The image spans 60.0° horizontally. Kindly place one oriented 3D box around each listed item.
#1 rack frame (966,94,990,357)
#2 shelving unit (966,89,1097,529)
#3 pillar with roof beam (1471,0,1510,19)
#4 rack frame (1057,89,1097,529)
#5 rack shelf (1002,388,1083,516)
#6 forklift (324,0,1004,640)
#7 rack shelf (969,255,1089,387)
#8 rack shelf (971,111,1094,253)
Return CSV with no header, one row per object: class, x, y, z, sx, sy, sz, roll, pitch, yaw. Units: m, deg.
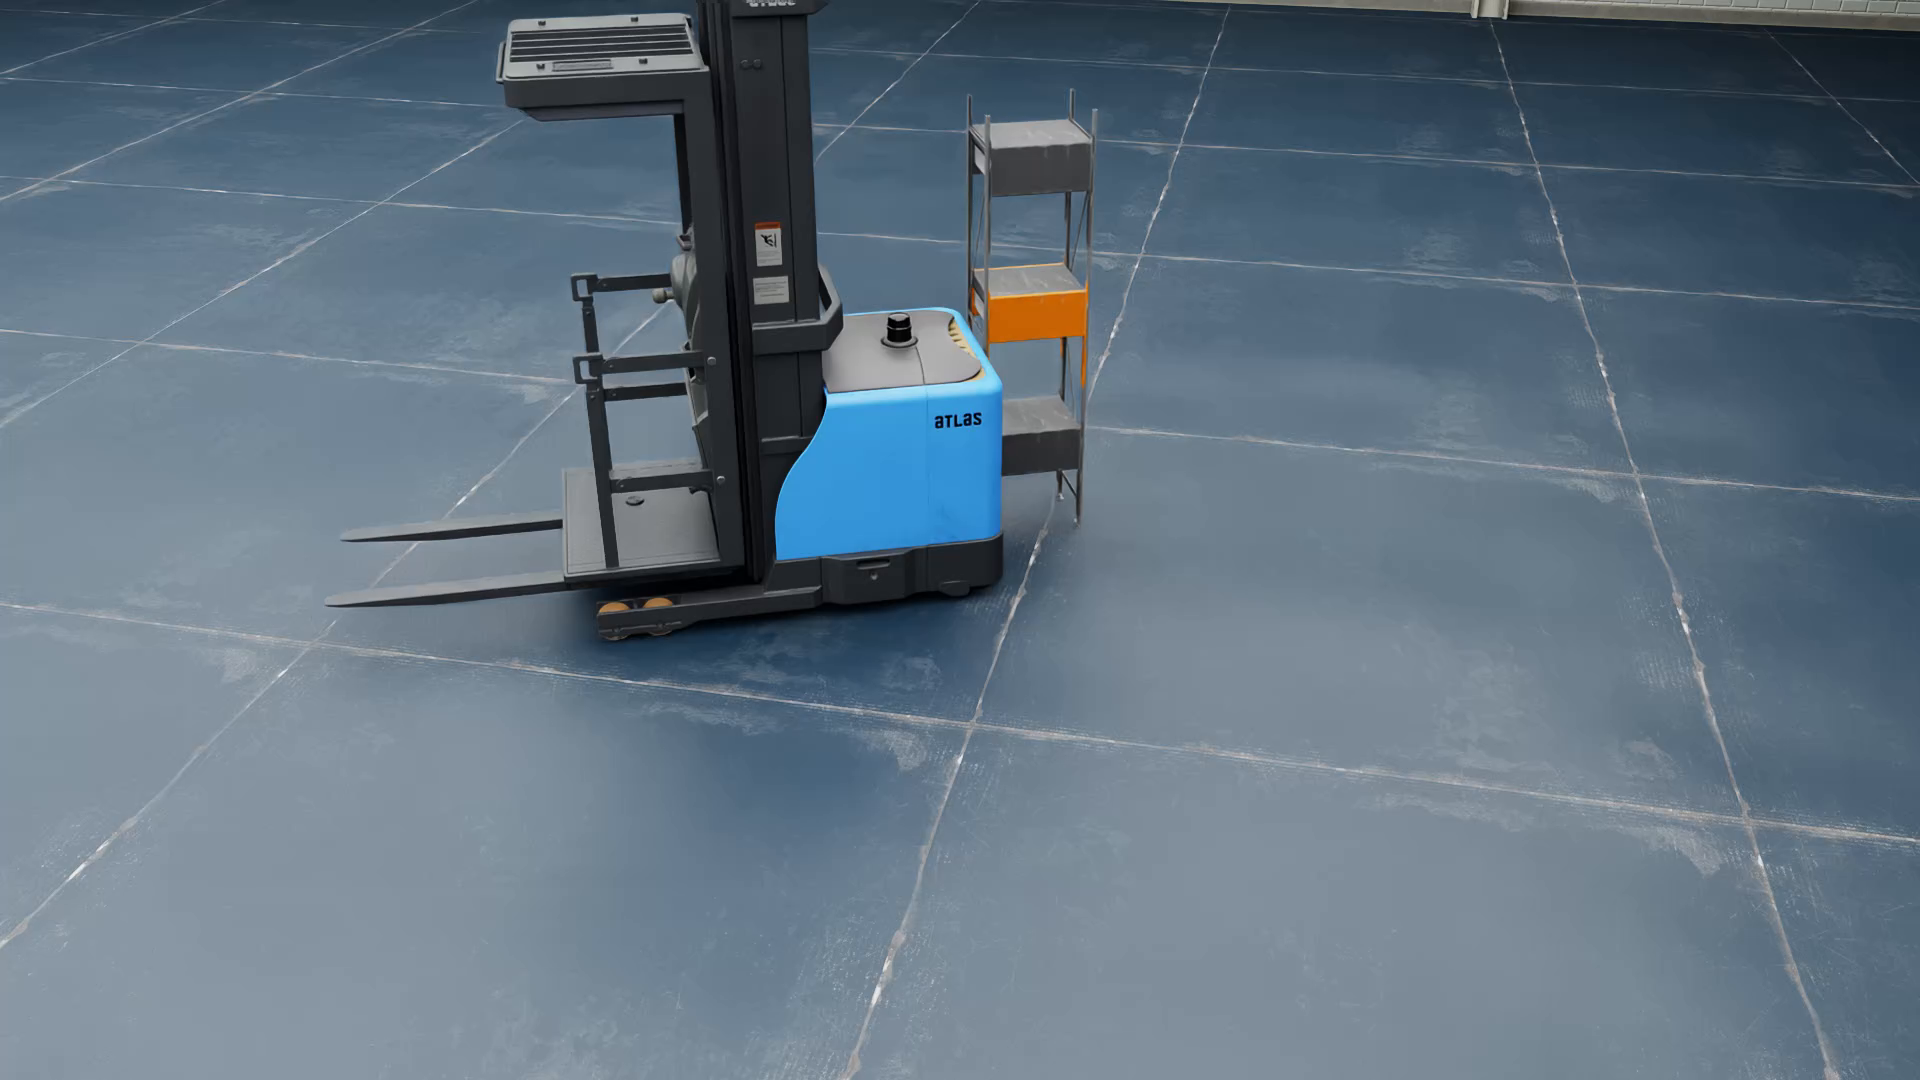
rack frame,0.081,-1.022,7.930,0.015,2.100,0.400,-6,29,-11
shelving unit,0.320,-1.047,7.976,0.503,2.100,0.431,-6,29,-11
pillar with roof beam,5.285,-8.057,13.596,0.400,9.000,9.100,6,29,11
rack frame,0.558,-1.072,8.022,0.015,2.100,0.400,-6,29,-11
rack shelf,0.320,-0.421,8.318,0.480,0.518,0.431,-6,29,-11
forklift,-1.369,-1.115,7.235,3.031,2.935,1.130,-6,29,-11
rack shelf,0.320,-1.035,7.982,0.480,0.518,0.431,-6,29,-11
rack shelf,0.320,-1.649,7.646,0.480,0.518,0.431,-6,29,-11
